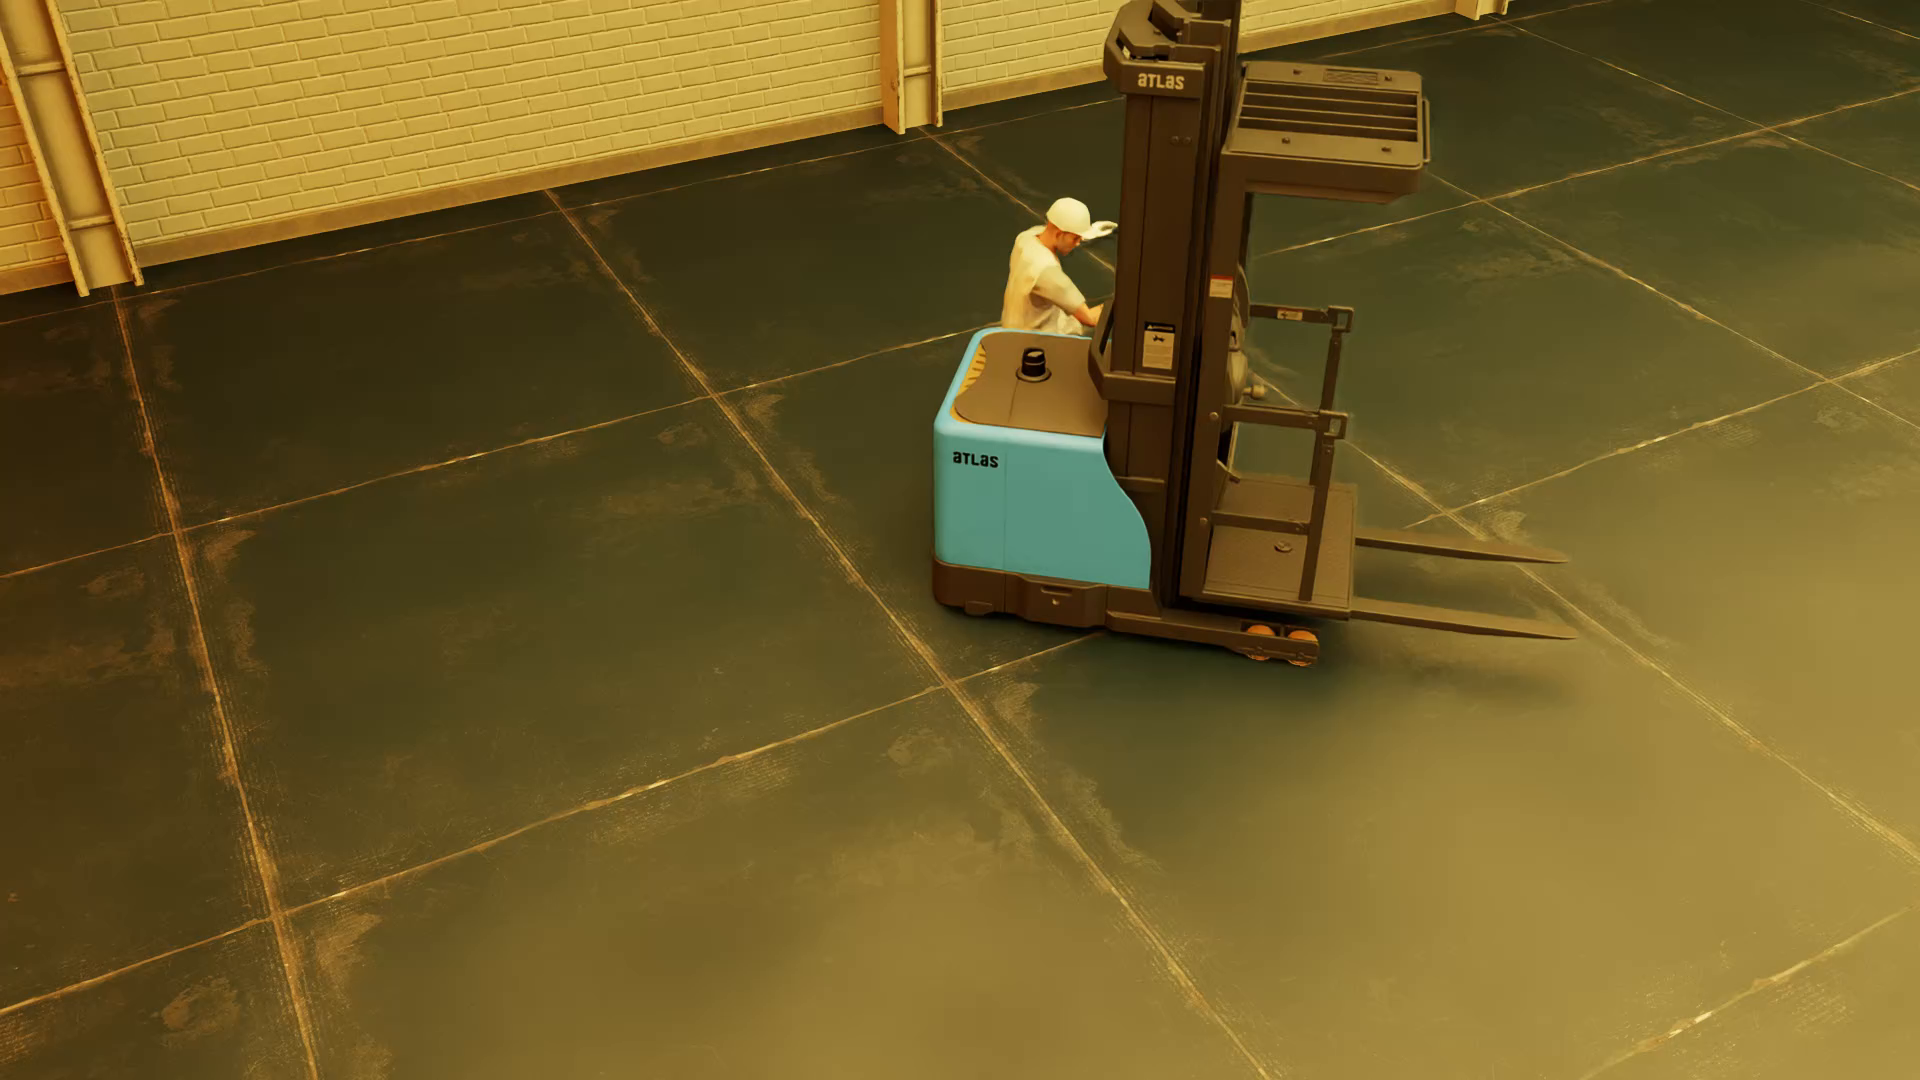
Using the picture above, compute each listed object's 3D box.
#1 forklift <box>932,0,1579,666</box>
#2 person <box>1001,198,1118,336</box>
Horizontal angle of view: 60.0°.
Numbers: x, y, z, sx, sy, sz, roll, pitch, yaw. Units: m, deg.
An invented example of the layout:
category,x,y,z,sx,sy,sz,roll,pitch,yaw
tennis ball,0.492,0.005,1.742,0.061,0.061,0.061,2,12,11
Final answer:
category,x,y,z,sx,sy,sz,roll,pitch,yaw
forklift,1.436,-0.941,7.455,3.031,2.935,1.130,7,36,10
person,0.601,-1.129,8.954,0.734,1.535,1.069,-3,35,-5
